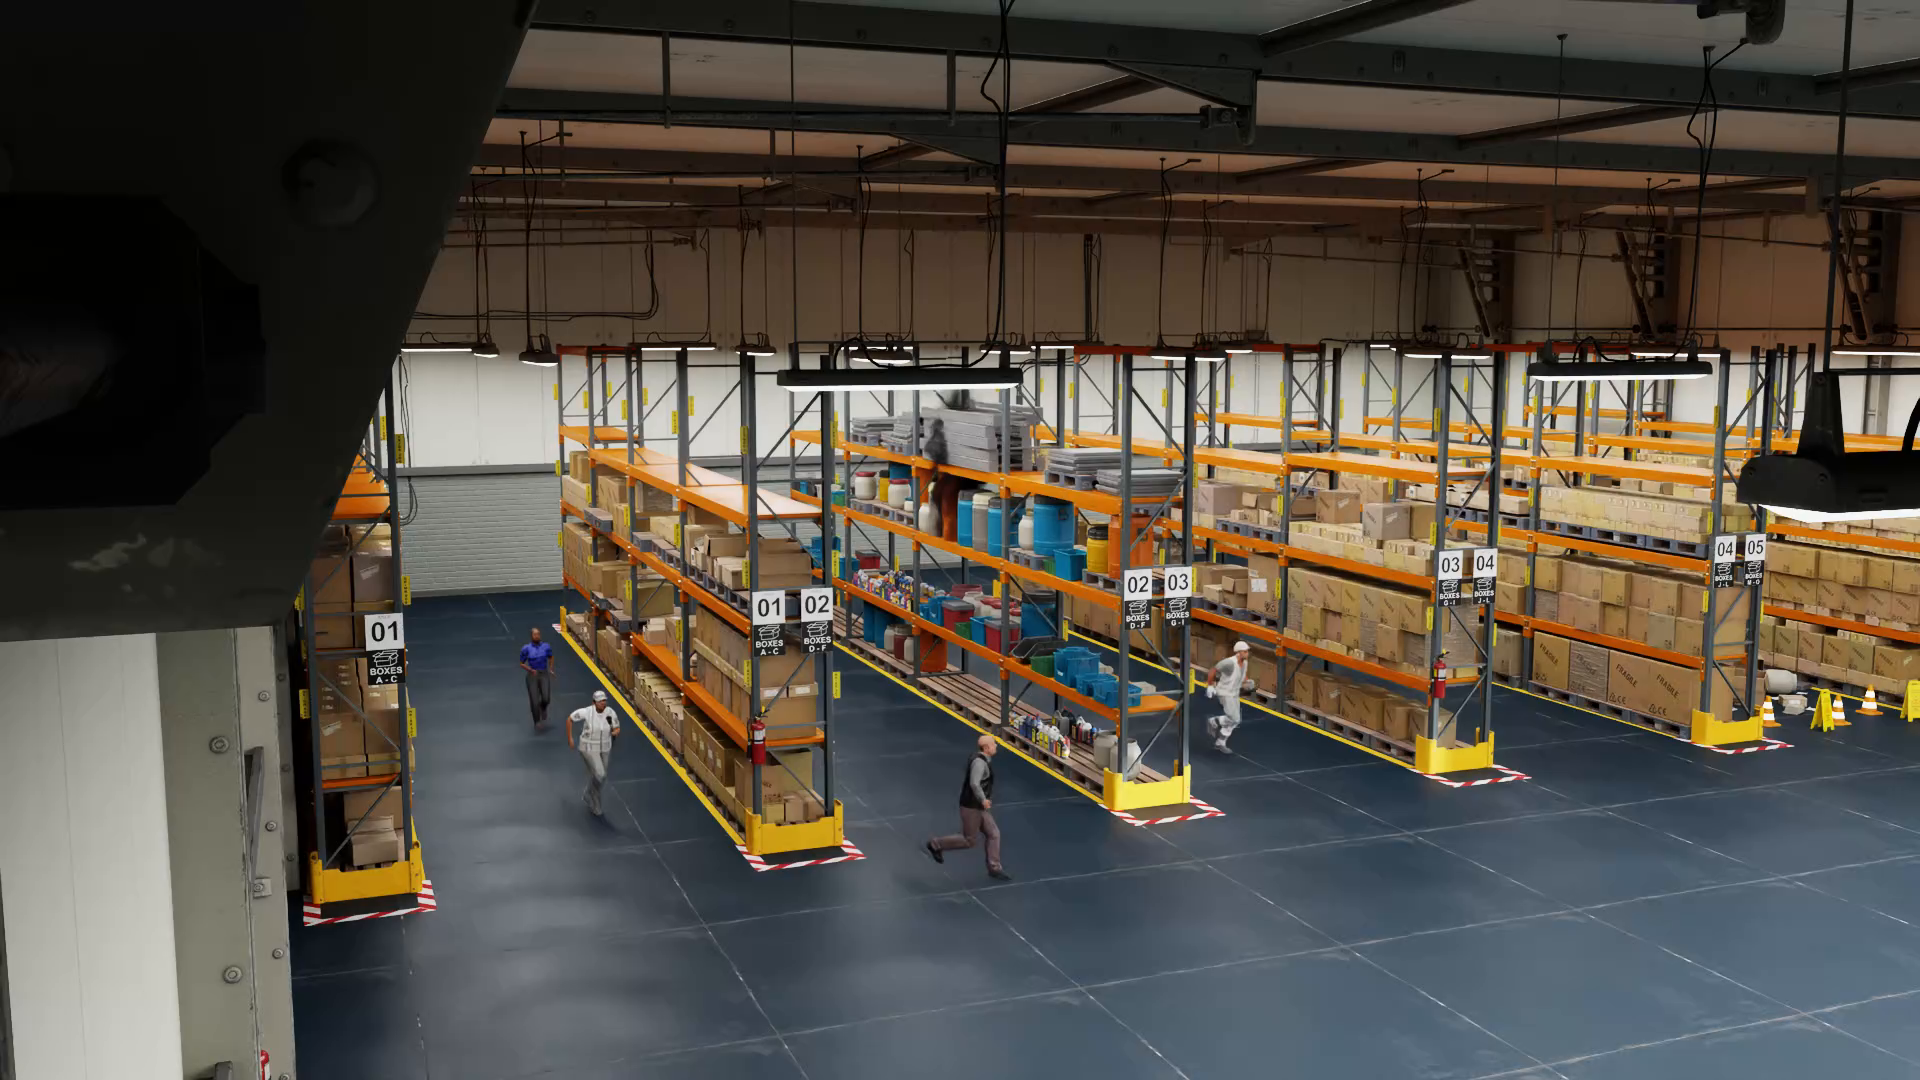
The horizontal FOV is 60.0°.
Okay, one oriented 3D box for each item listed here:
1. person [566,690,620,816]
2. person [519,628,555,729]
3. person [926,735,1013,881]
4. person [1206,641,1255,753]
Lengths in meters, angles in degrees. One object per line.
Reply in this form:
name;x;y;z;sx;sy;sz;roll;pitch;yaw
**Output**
person;-4.755;2.764;21.702;0.631;1.654;0.790;-6;9;-38
person;-6.675;2.197;26.348;0.569;1.617;0.529;-3;8;-24
person;0.115;3.089;19.151;0.999;1.716;0.659;1;7;4
person;4.055;2.341;24.902;0.744;1.707;0.652;6;9;38
